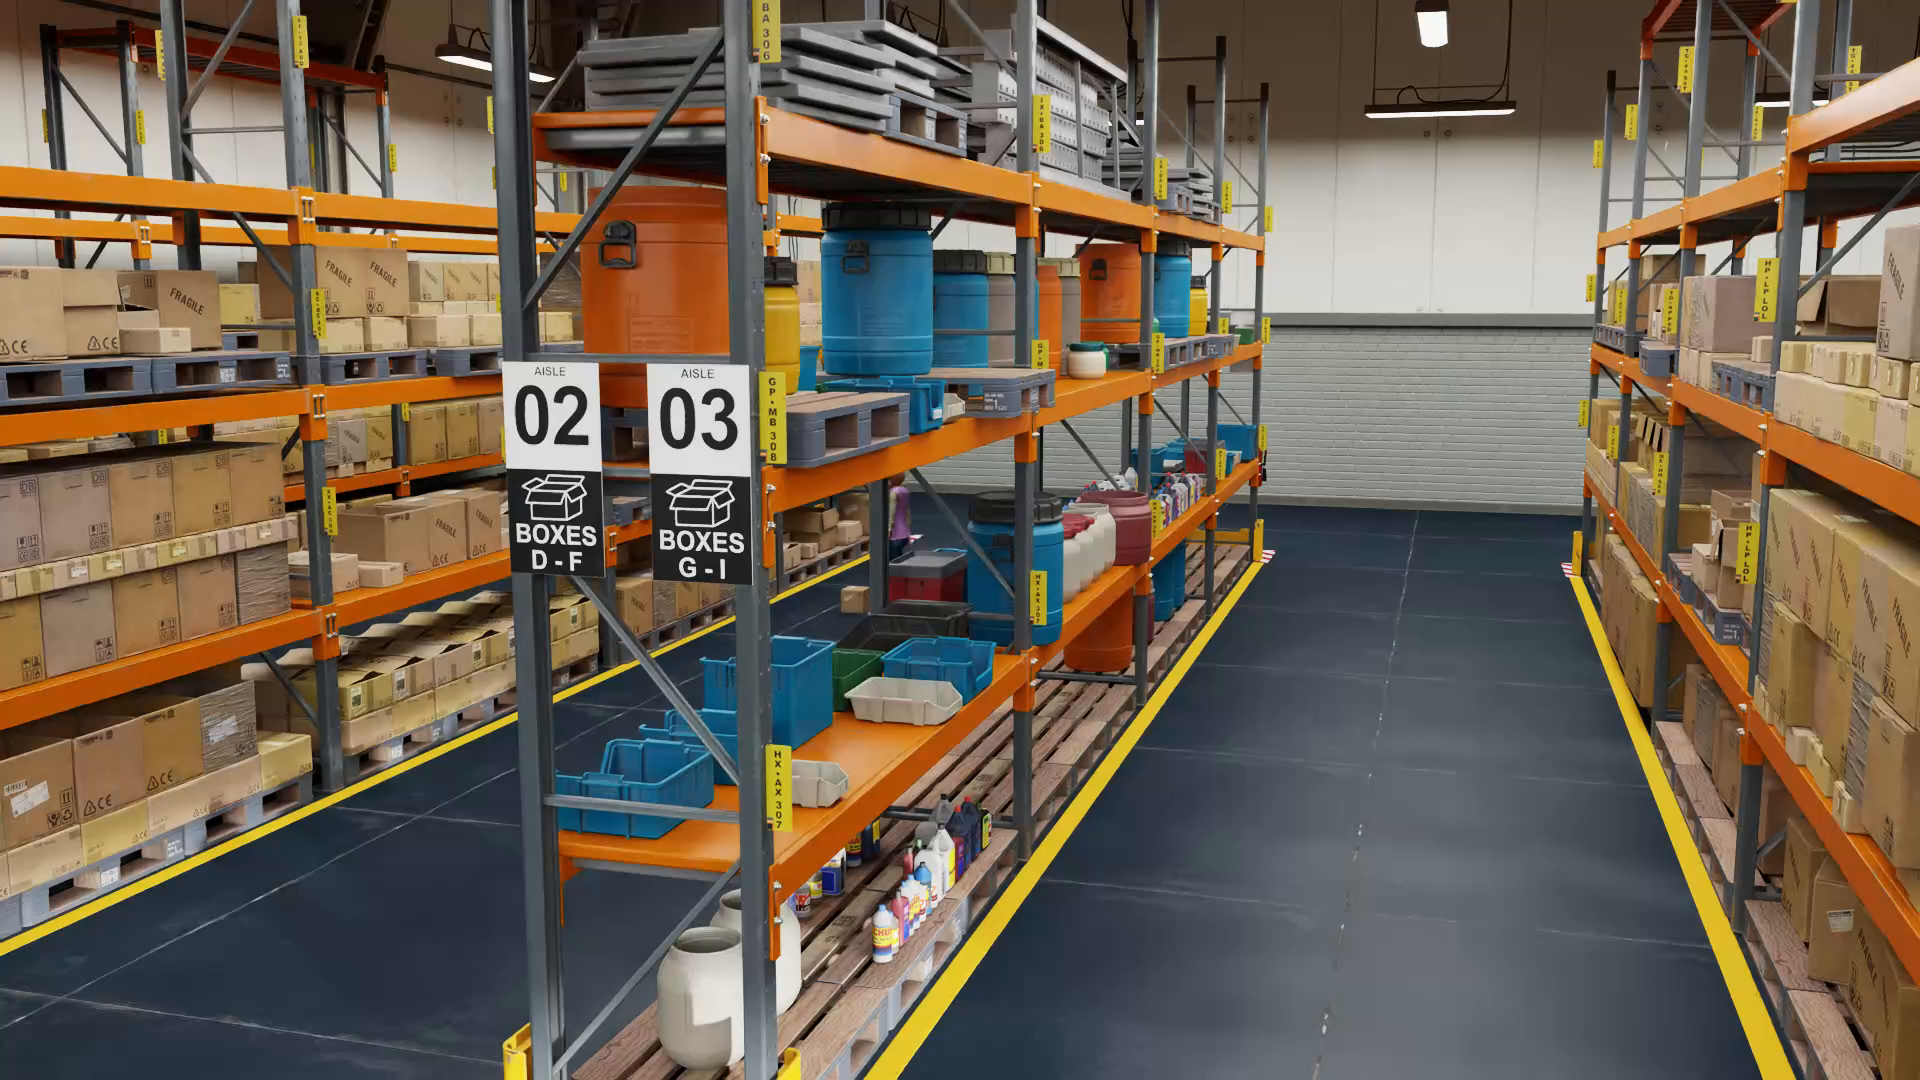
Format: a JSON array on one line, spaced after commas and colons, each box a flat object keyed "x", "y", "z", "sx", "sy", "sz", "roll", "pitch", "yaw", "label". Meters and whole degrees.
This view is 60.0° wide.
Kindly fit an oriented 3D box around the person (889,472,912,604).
[{"x": -0.769, "y": -0.004, "z": 17.847, "sx": 0.485, "sy": 1.599, "sz": 0.445, "roll": 3, "pitch": 9, "yaw": 16, "label": "person"}]
